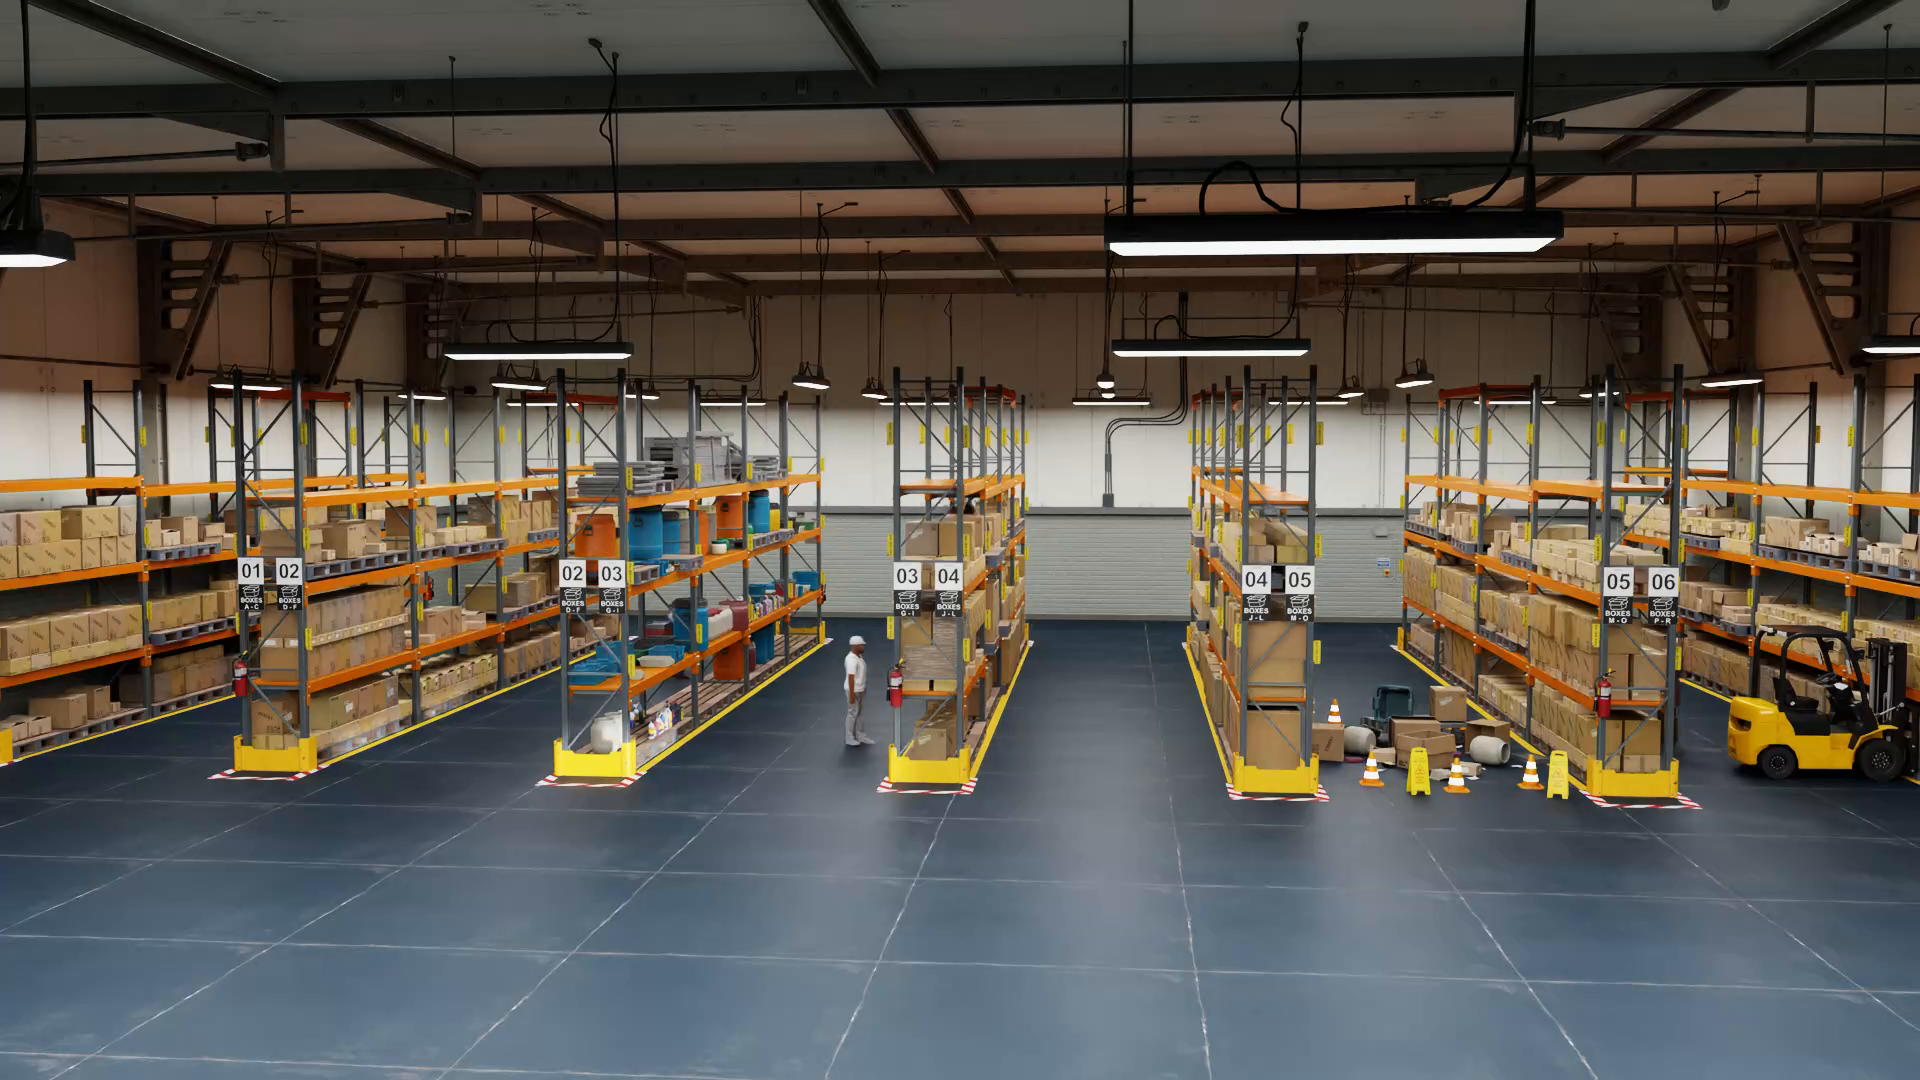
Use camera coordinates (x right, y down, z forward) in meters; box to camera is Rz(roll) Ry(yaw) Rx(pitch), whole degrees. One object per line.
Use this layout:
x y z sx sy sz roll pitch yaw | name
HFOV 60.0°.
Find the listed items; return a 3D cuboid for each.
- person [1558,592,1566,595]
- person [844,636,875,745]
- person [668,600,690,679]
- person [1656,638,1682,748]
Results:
13.295 1.889 36.778 0.429 1.673 0.474 1 4 15 | person
-1.649 2.442 26.963 0.455 1.781 0.603 1 4 11 | person
-5.791 2.045 34.293 0.436 1.644 0.571 0 4 -2 | person
11.425 2.457 26.885 0.624 1.790 0.458 -2 4 -31 | person
